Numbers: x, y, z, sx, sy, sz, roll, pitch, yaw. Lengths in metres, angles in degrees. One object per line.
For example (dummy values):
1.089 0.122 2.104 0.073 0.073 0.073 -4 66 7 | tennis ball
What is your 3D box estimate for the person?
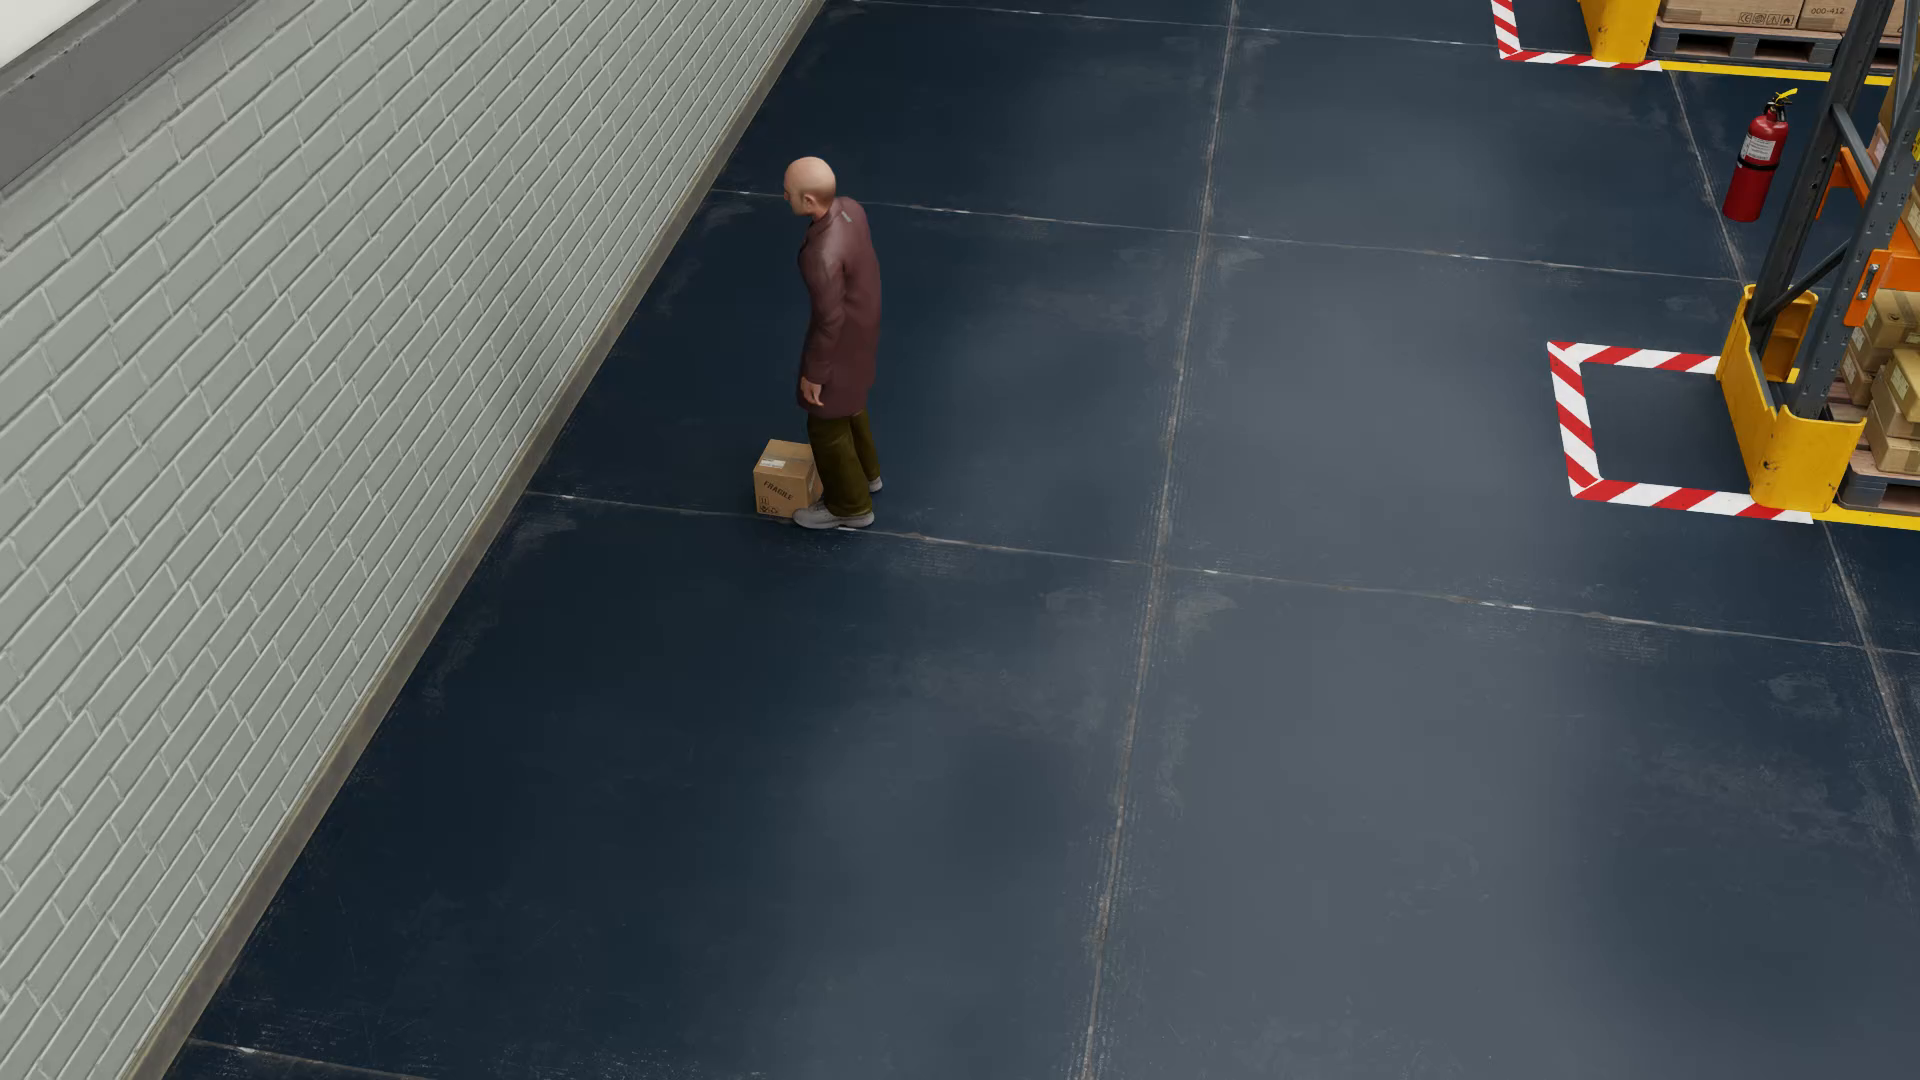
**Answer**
-0.543 -0.838 7.167 0.420 1.774 0.643 6 40 7 | person
